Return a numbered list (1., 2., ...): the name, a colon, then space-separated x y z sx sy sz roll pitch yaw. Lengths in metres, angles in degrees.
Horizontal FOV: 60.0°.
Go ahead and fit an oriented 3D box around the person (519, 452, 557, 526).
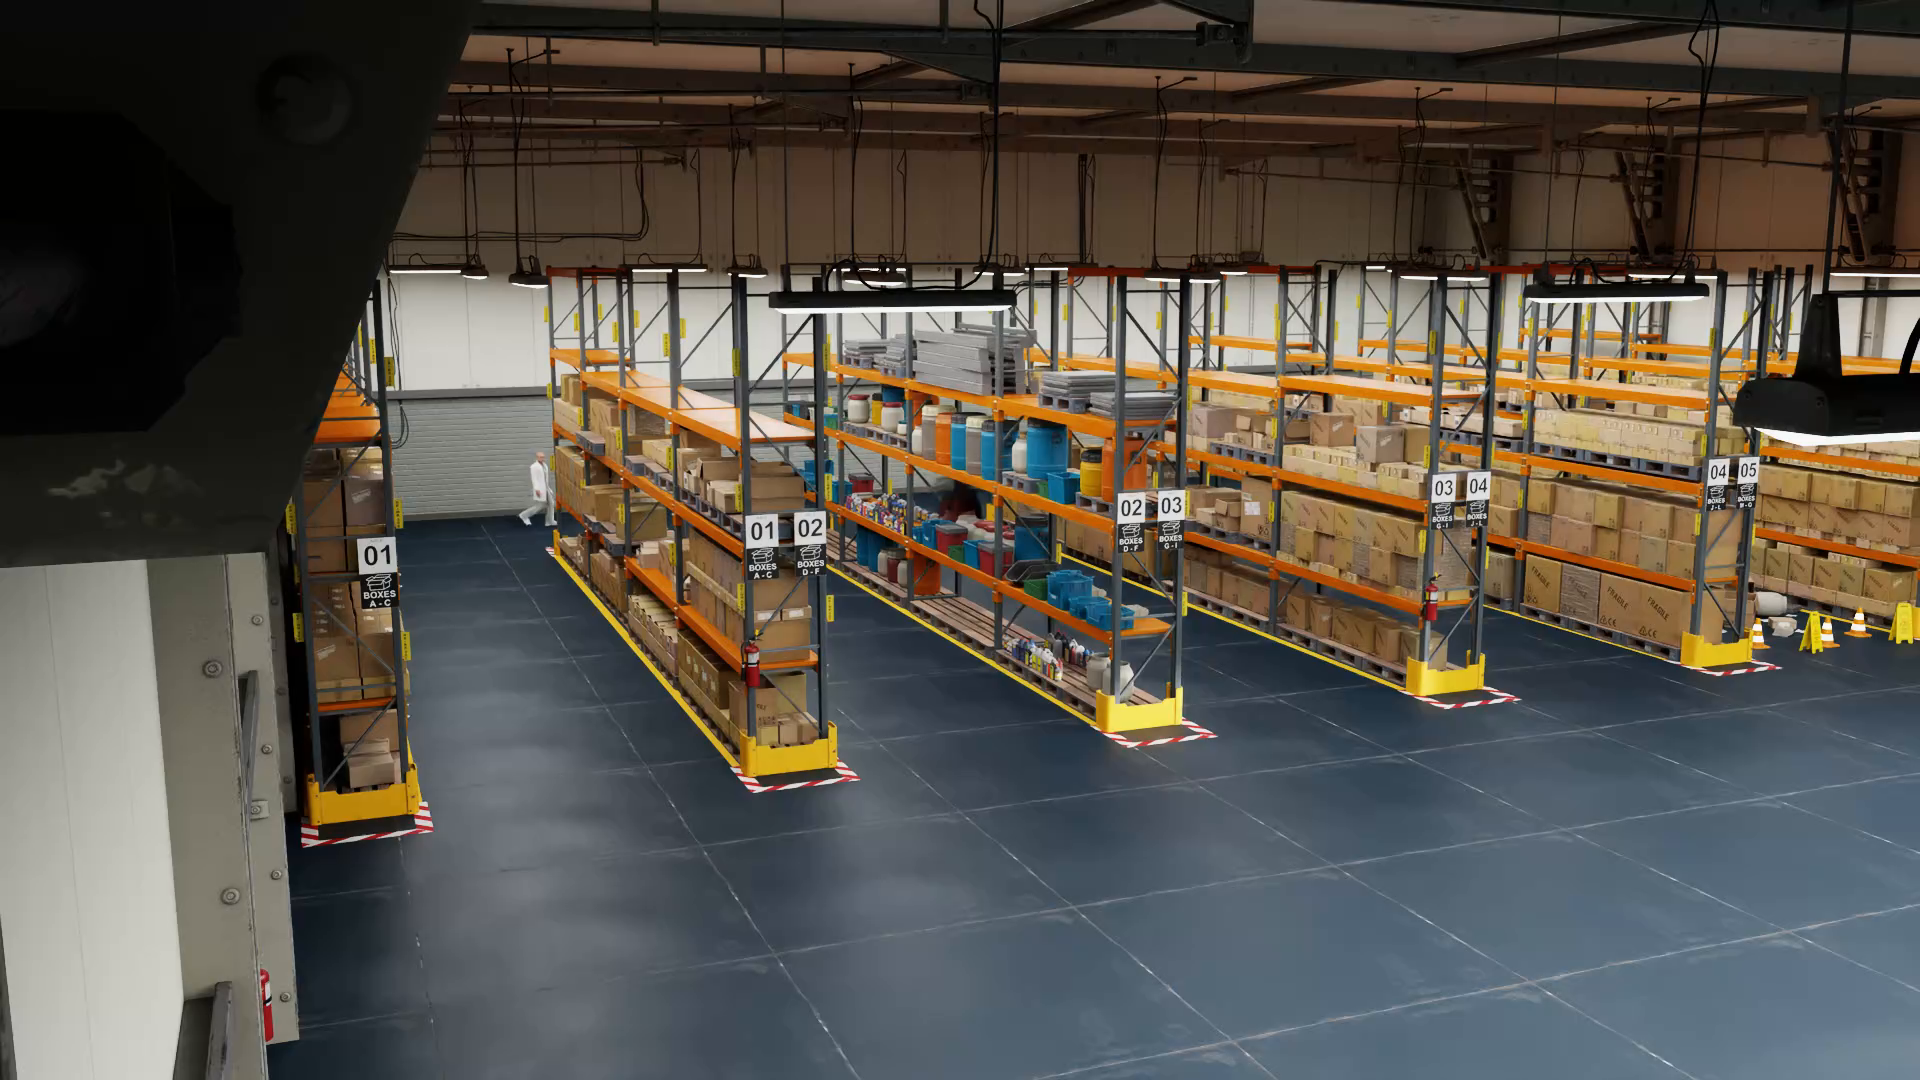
1. person: -9.698 -1.176 38.289 0.926 1.731 0.637 1 10 7
